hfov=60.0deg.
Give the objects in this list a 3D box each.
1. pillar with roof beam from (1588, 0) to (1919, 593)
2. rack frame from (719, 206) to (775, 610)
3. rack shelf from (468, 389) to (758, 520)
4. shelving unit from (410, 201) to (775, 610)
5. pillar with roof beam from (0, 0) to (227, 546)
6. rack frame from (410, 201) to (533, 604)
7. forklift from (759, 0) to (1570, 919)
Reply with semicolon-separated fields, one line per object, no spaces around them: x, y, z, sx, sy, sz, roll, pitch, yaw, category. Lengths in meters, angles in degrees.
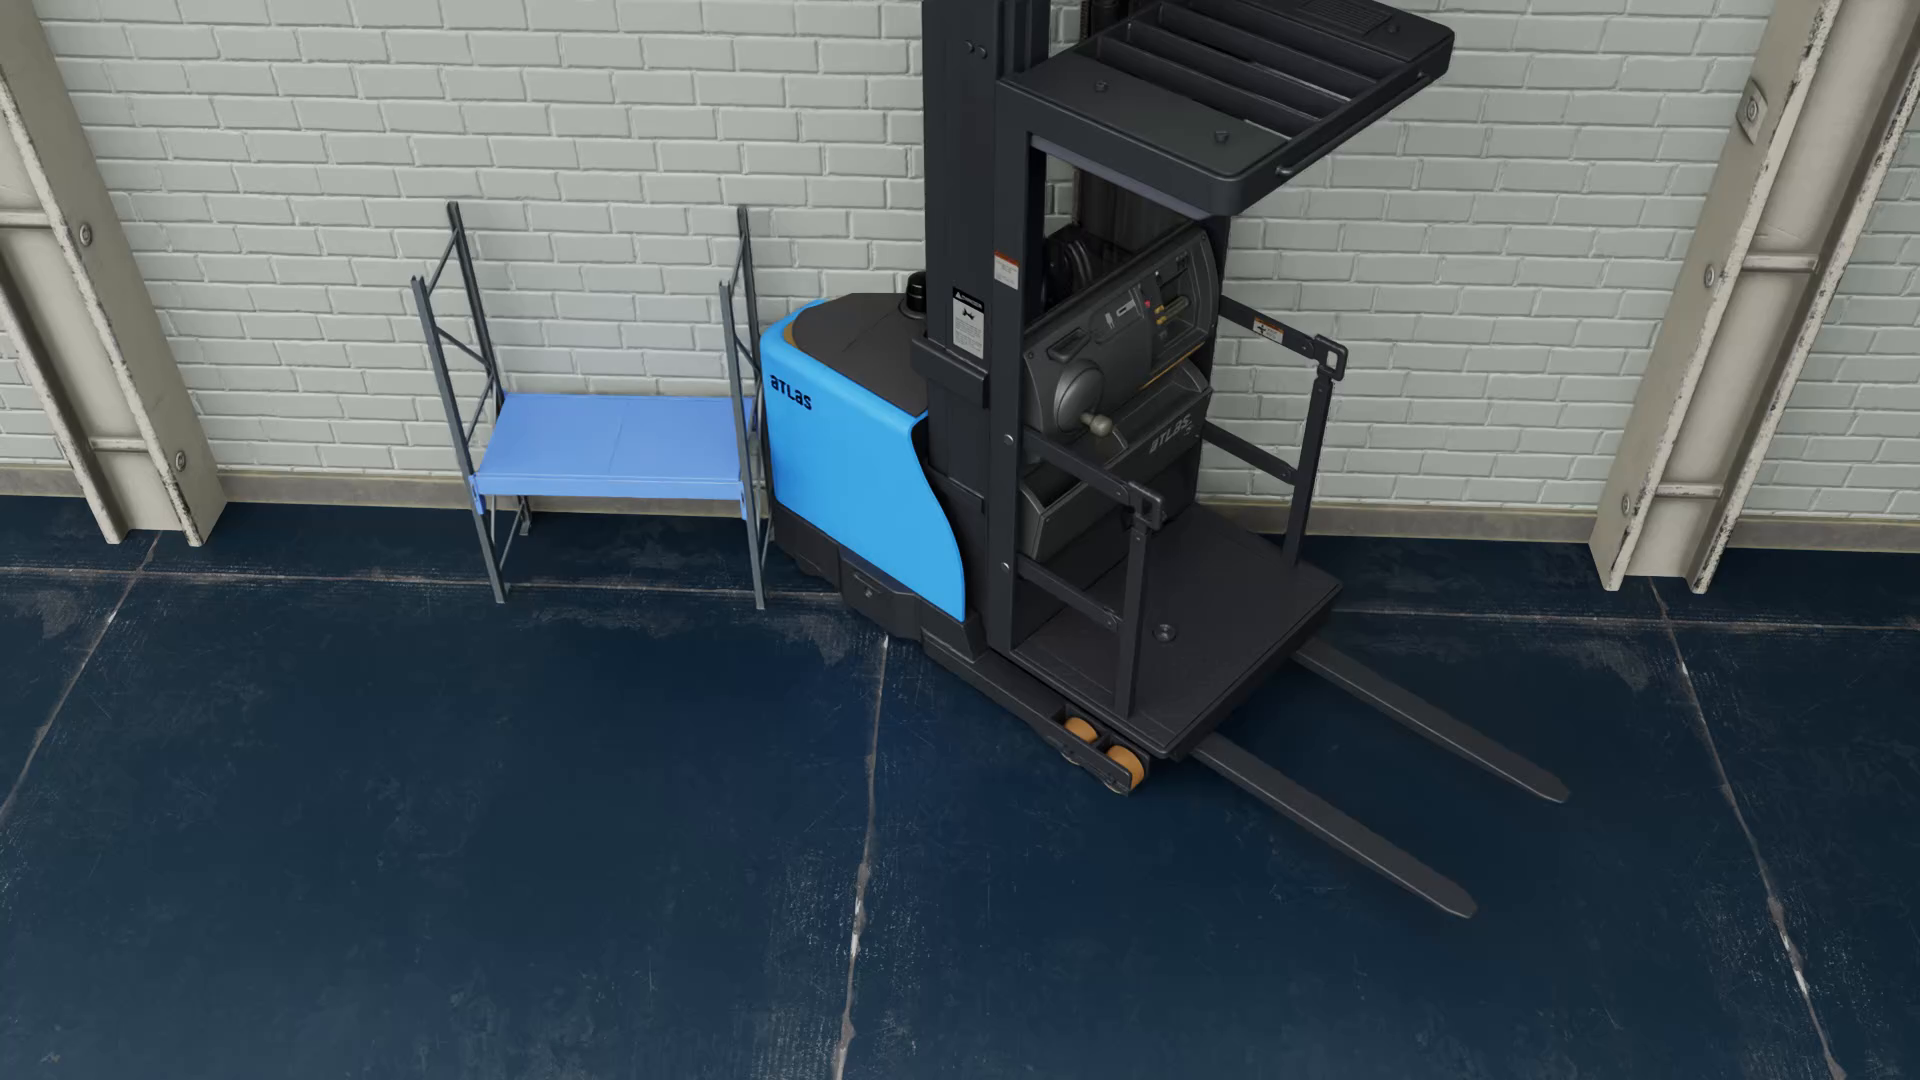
2.546;-0.263;0.430;0.400;9.000;9.100;2;43;2;pillar with roof beam
-0.767;-0.448;6.130;0.032;1.500;0.500;1;43;1;rack frame
-1.275;-0.327;6.265;1.000;0.185;0.538;1;43;1;rack shelf
-1.275;-0.459;6.142;1.048;1.500;0.538;1;43;1;shelving unit
-3.448;-0.447;0.628;0.400;9.000;9.100;2;43;2;pillar with roof beam
-1.783;-0.469;6.154;0.032;1.500;0.500;1;43;1;rack frame
0.687;-0.597;5.241;3.031;2.935;1.130;32;52;30;forklift
